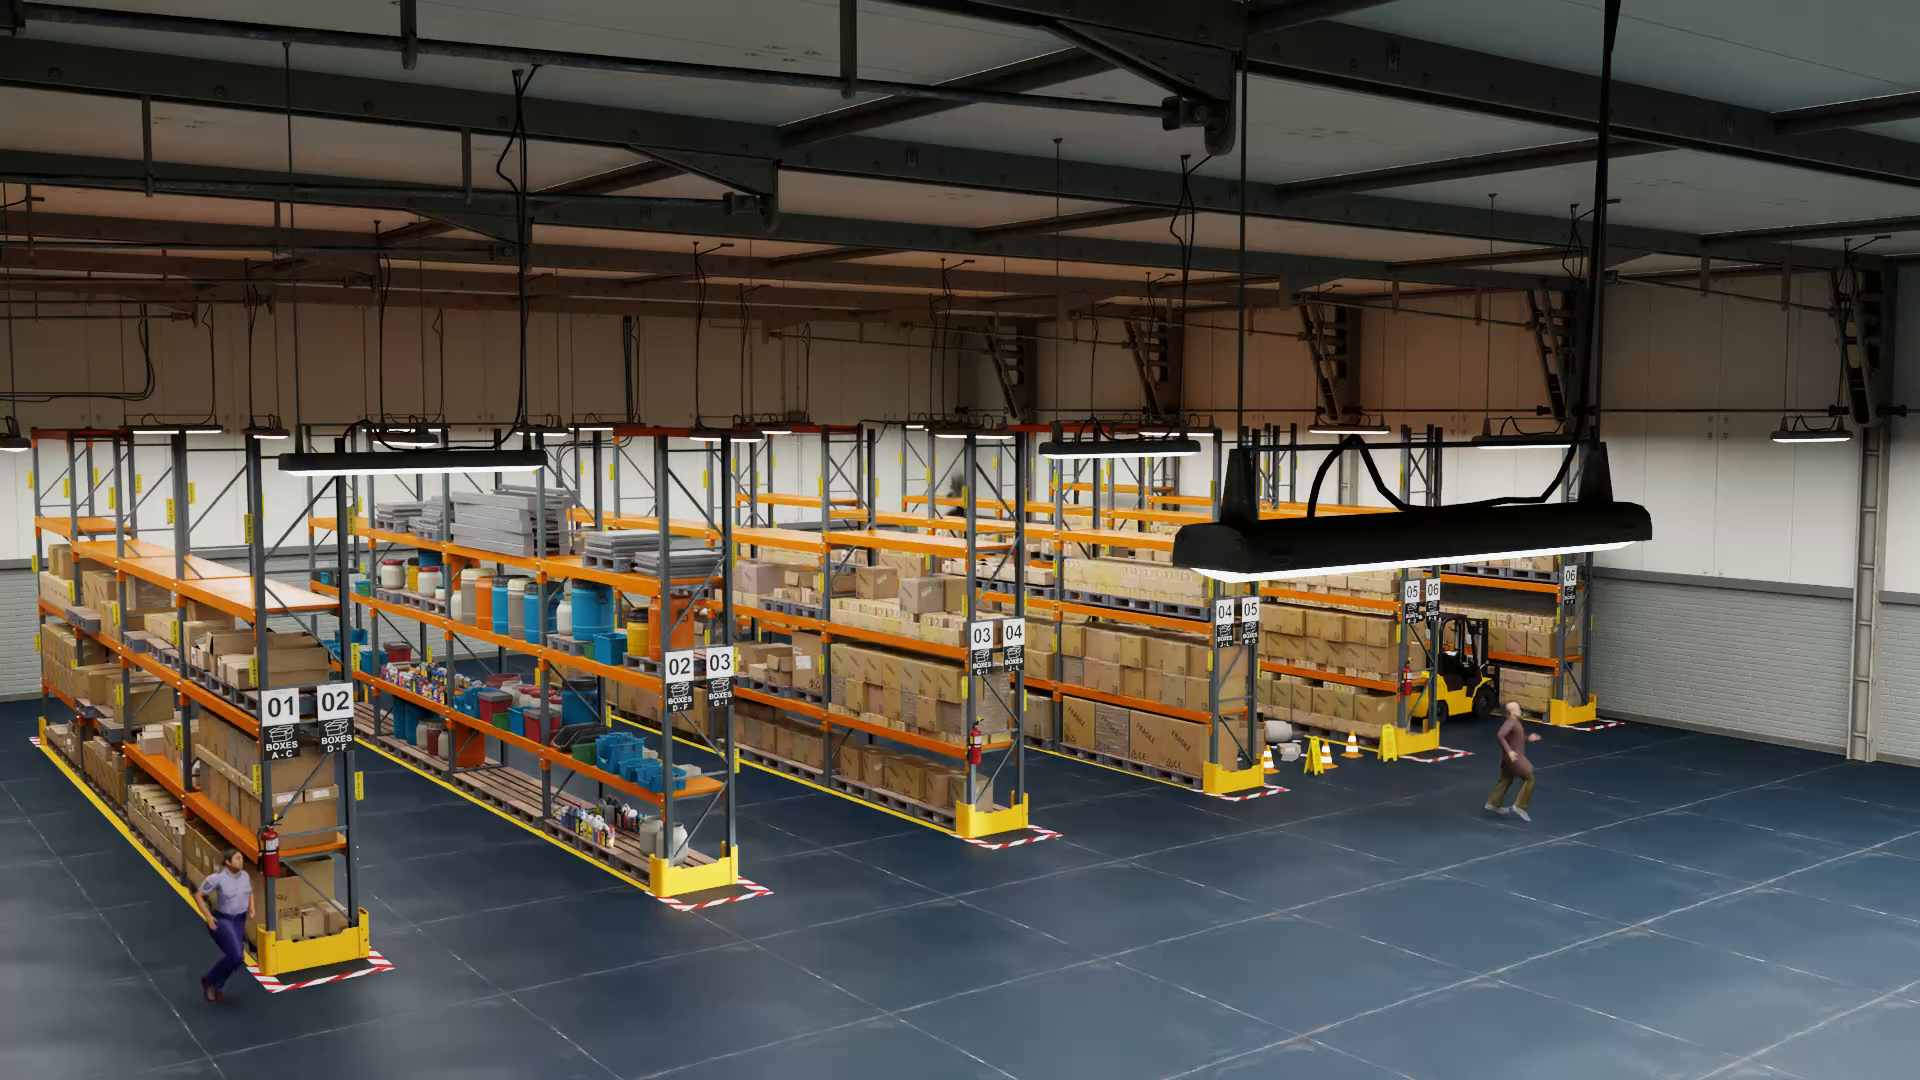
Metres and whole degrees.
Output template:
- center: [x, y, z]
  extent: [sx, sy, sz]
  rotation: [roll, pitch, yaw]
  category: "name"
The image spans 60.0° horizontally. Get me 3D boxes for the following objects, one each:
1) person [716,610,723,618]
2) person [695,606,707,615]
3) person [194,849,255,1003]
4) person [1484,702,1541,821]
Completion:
- center: [-5.953, 2.281, 41.102]
  extent: [0.704, 1.688, 0.716]
  rotation: [-4, 6, -44]
  category: "person"
- center: [-6.488, 2.280, 40.739]
  extent: [0.861, 1.707, 0.539]
  rotation: [3, 6, 37]
  category: "person"
- center: [-7.827, 4.141, 17.864]
  extent: [0.547, 1.623, 0.632]
  rotation: [2, 5, 19]
  category: "person"
- center: [8.583, 3.429, 25.755]
  extent: [0.796, 1.843, 0.674]
  rotation: [1, 5, 8]
  category: "person"
